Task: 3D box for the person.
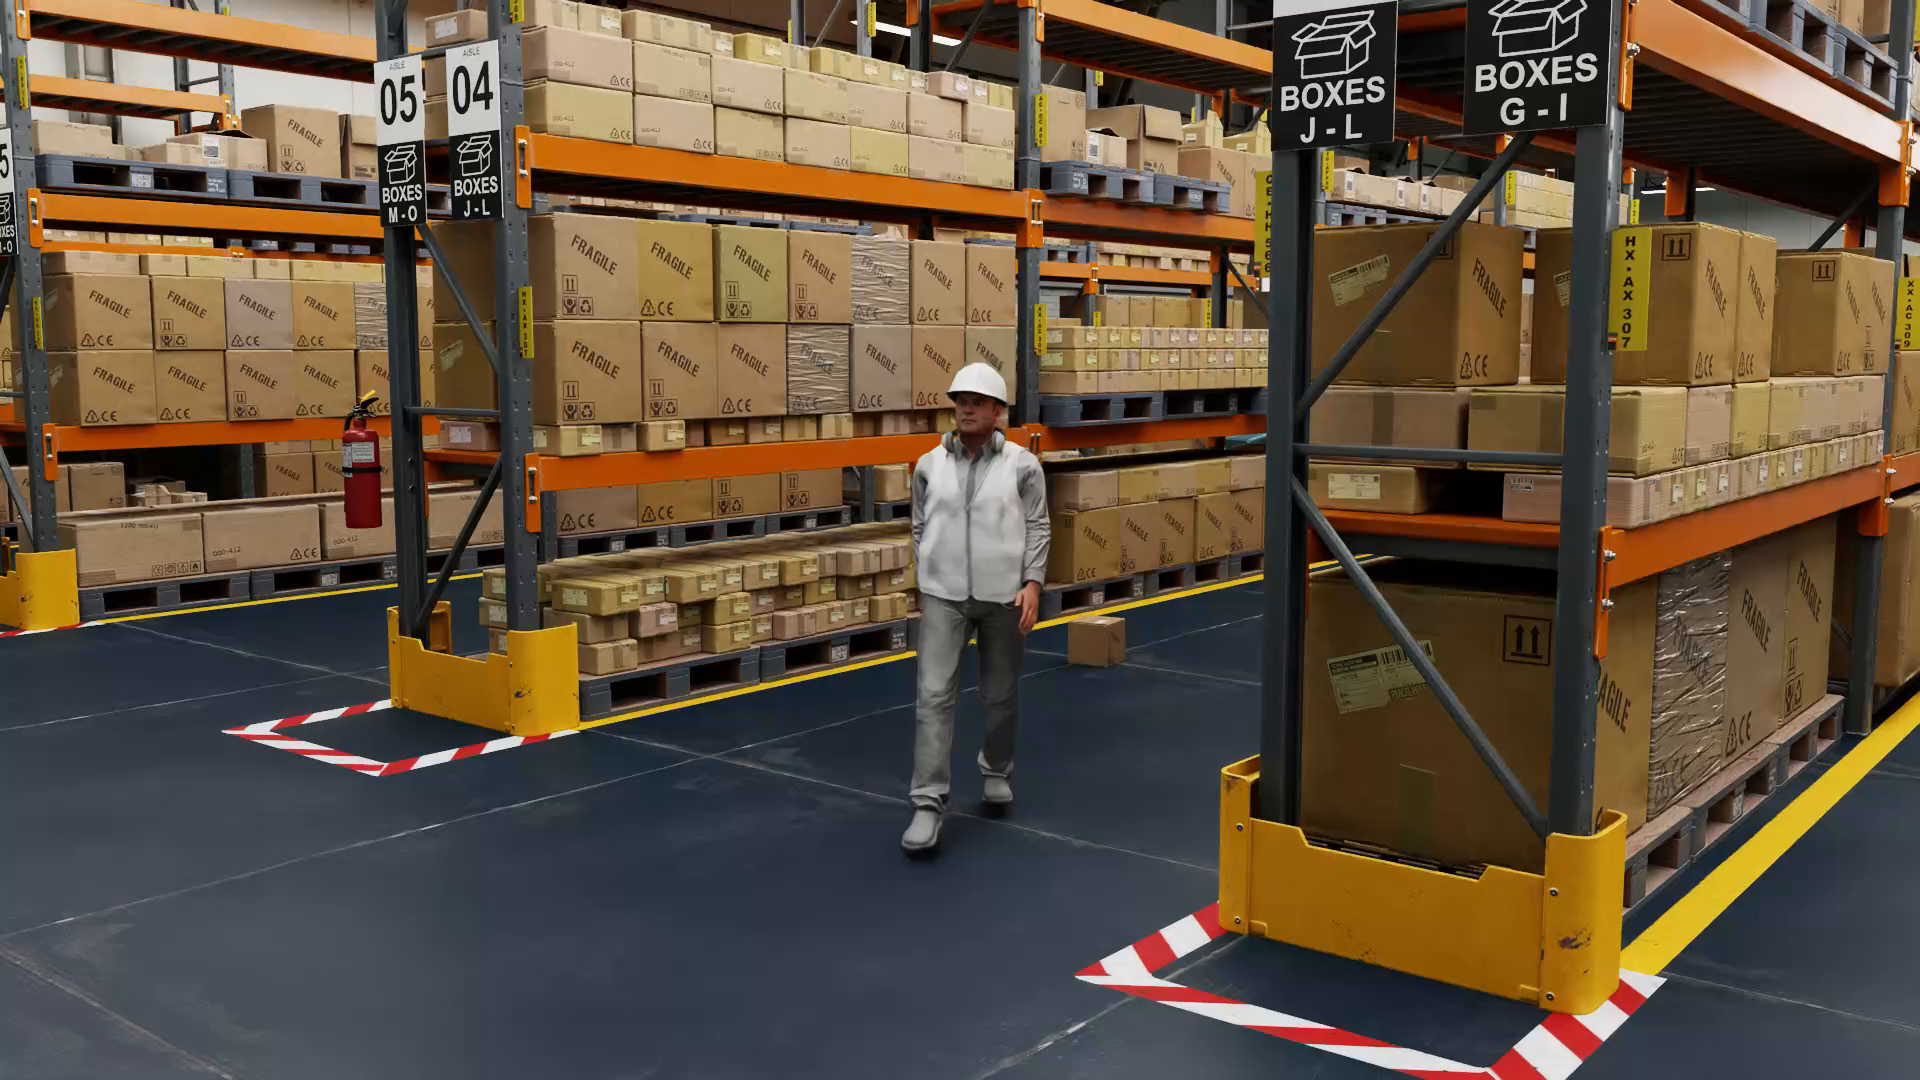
[{"bbox_3d":[0.058,0.207,6.213,0.551,1.726,0.952,1,7,8],"label":"person"}]
